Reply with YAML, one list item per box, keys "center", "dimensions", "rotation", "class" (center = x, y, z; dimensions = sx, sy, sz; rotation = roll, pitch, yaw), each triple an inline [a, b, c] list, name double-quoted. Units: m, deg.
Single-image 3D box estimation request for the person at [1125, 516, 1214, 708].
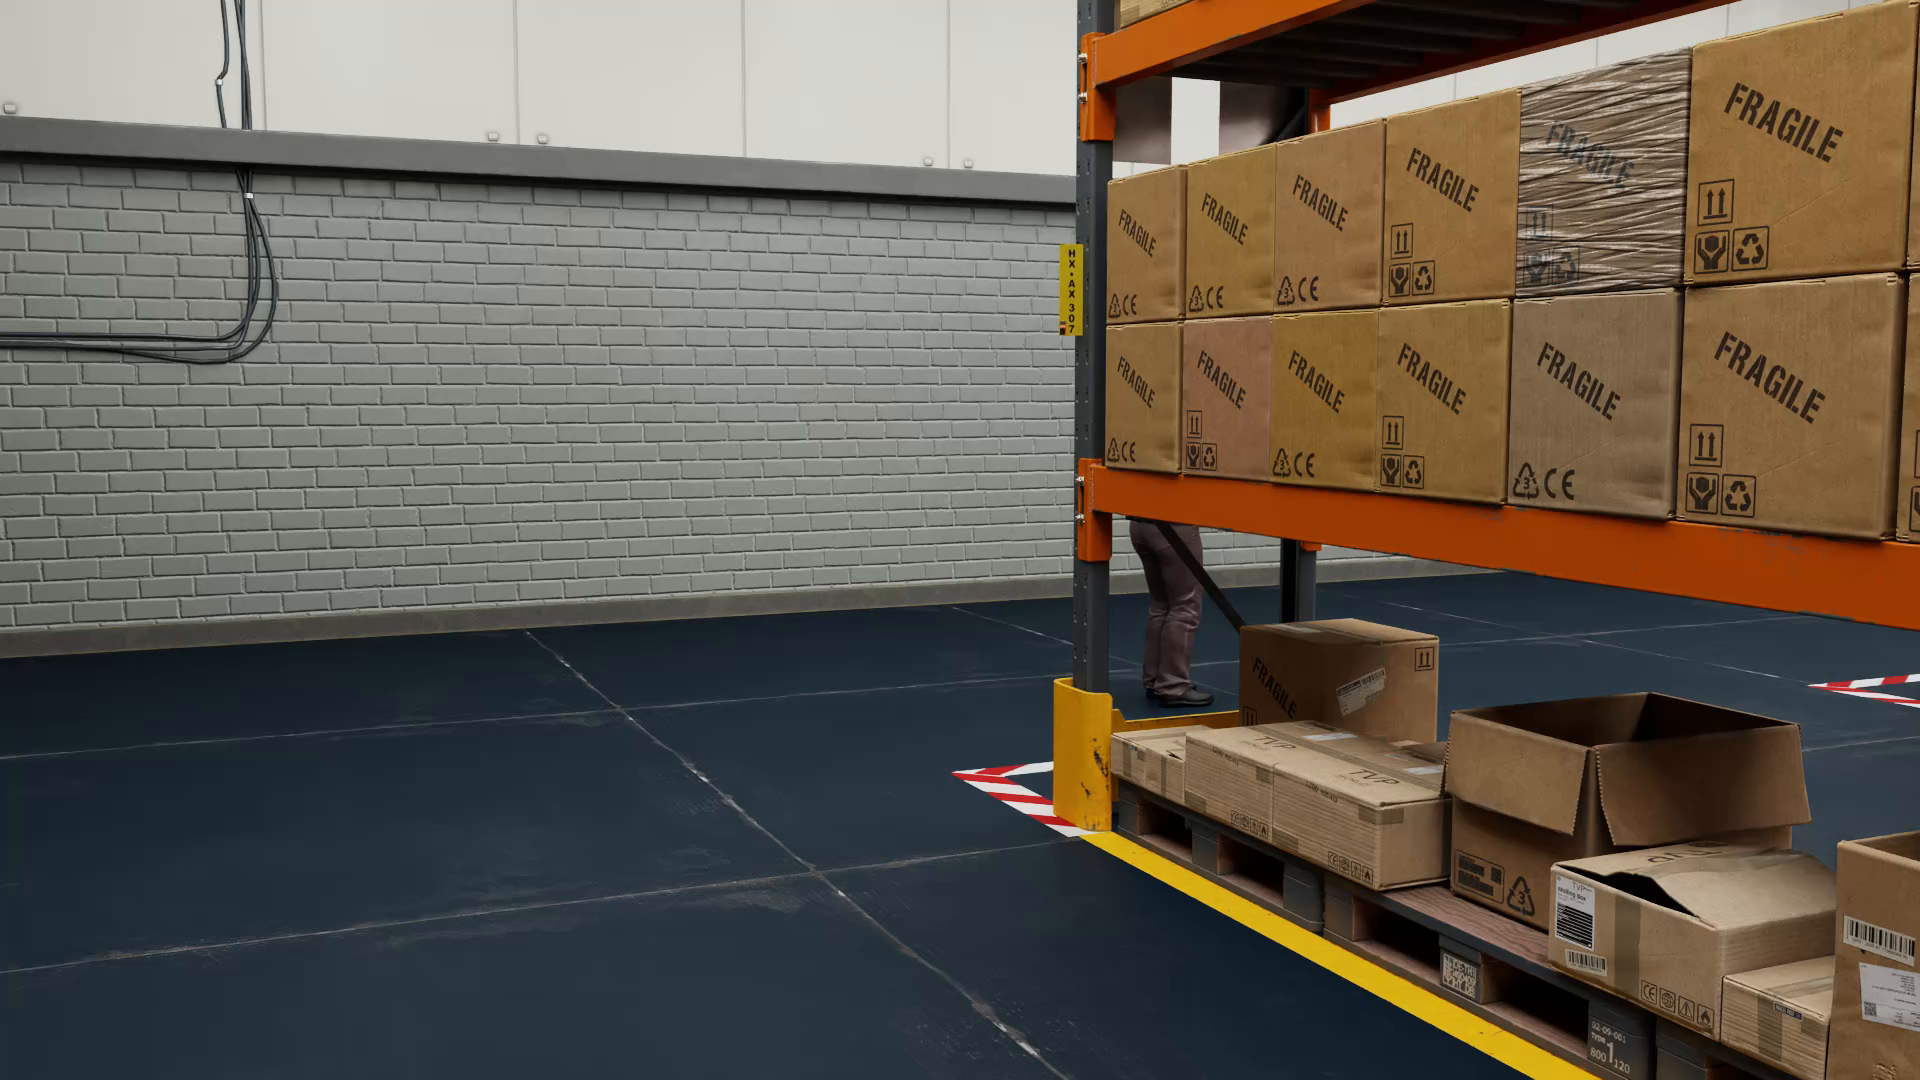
- center: [1.114, -0.042, 8.379]
  dimensions: [0.550, 1.711, 0.494]
  rotation: [-2, 6, -23]
  class: "person"
